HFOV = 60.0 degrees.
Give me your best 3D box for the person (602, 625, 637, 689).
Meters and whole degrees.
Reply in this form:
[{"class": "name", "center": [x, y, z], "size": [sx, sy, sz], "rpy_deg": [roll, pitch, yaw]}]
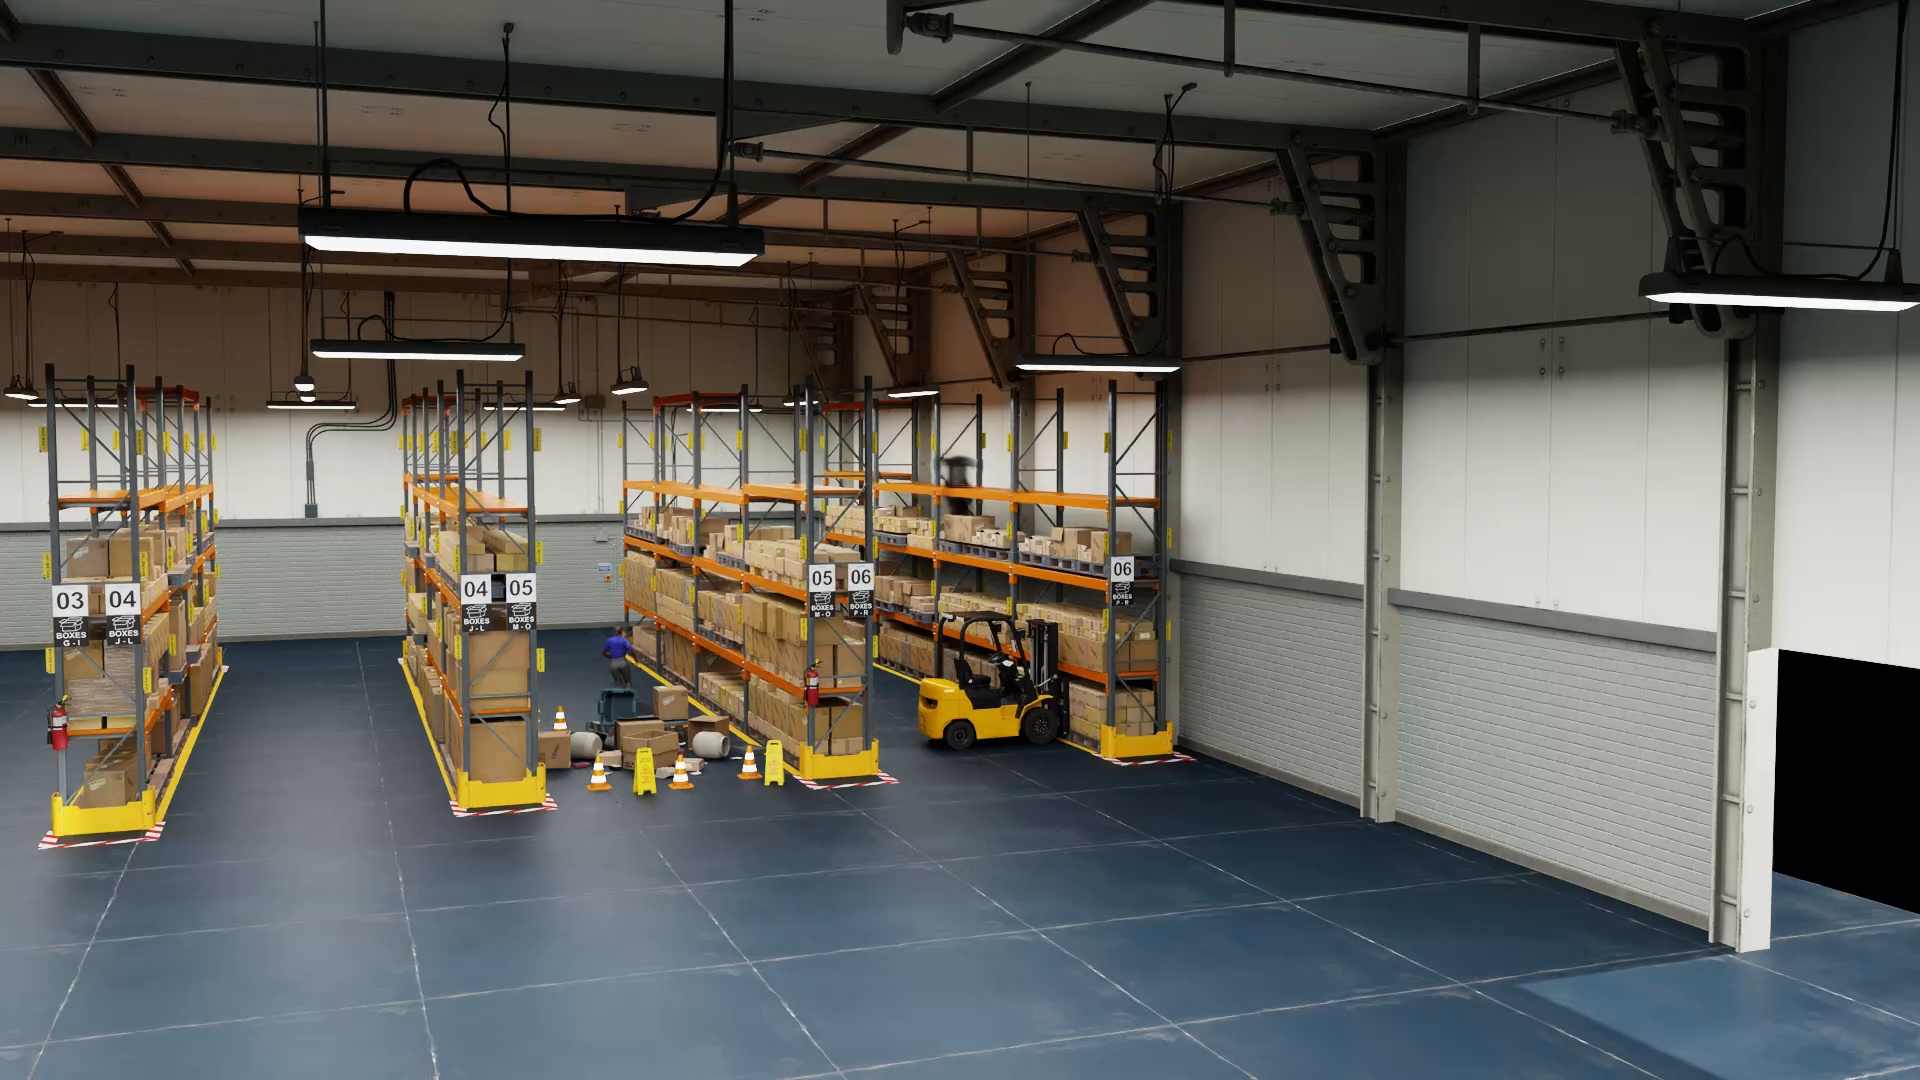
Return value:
[{"class": "person", "center": [-6.488, 2.396, 31.656], "size": [0.653, 1.565, 0.485], "rpy_deg": [0, 3, -1]}]
